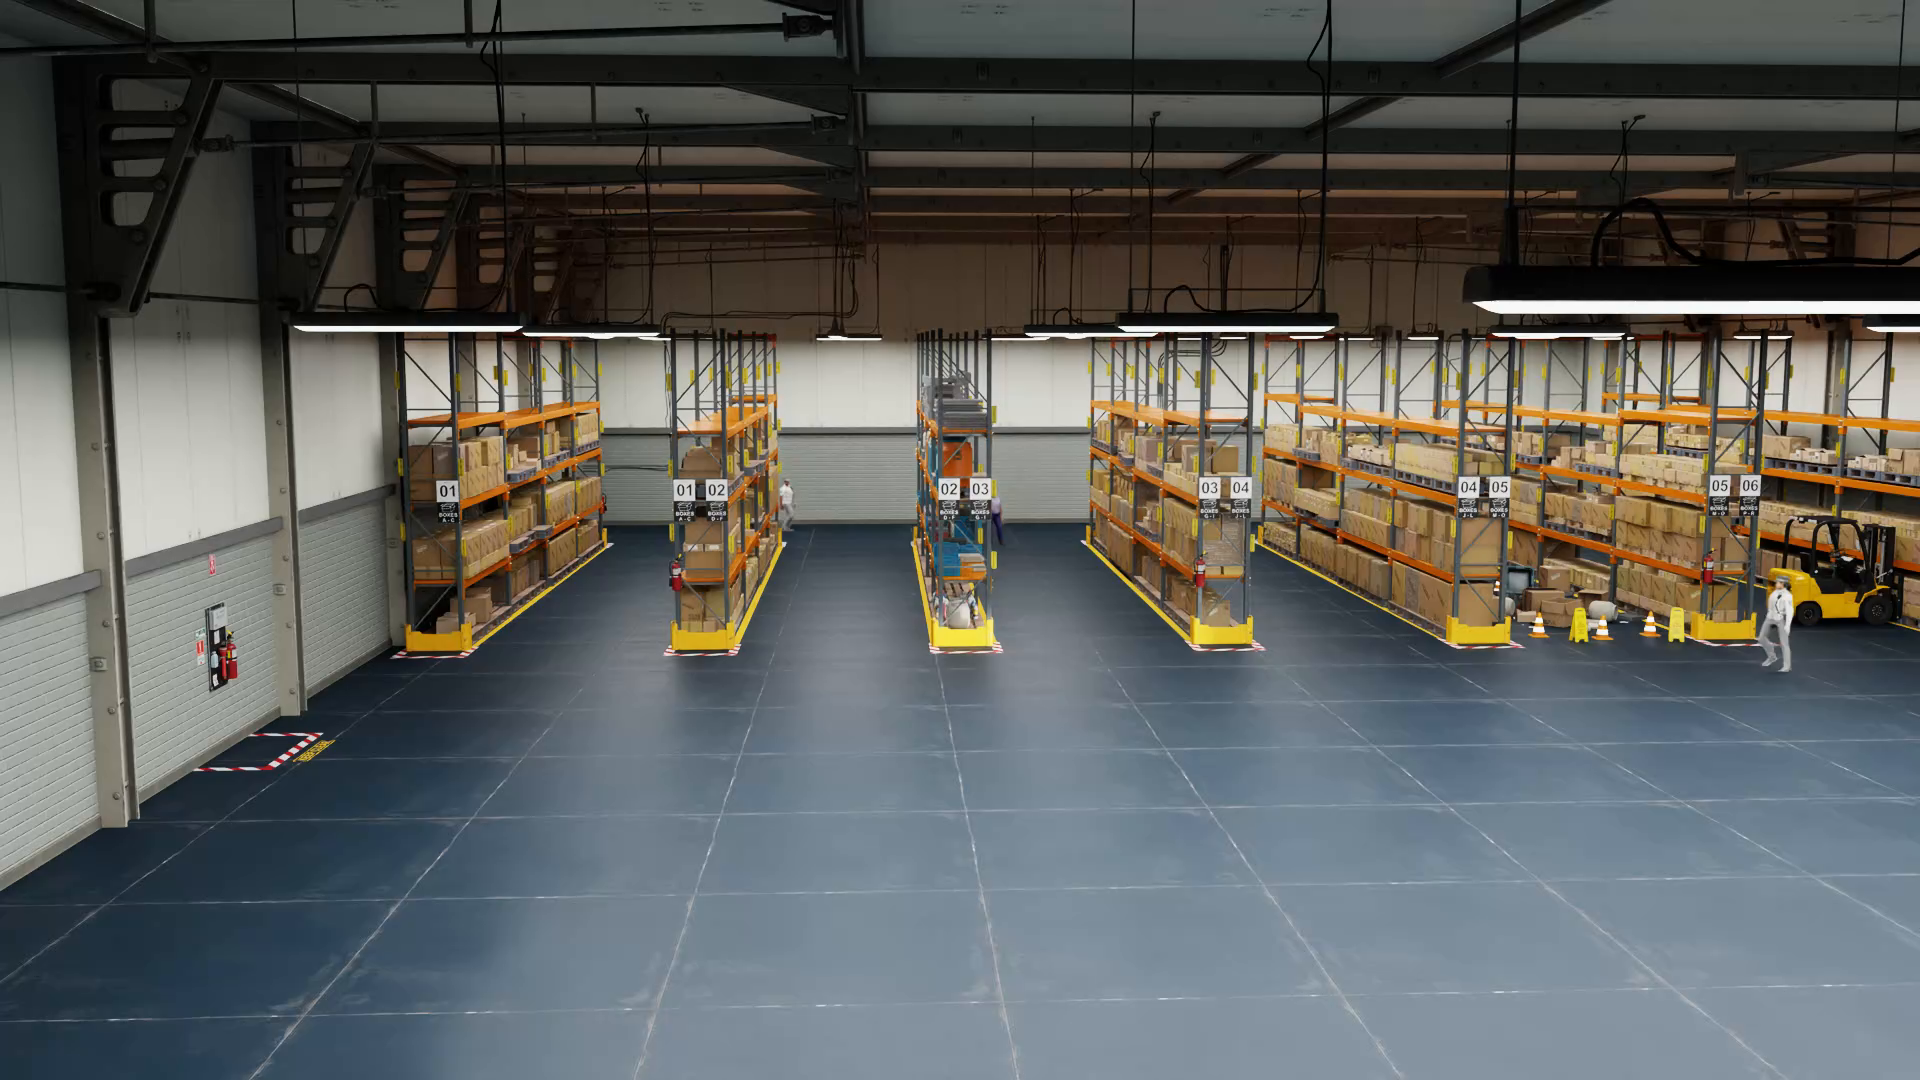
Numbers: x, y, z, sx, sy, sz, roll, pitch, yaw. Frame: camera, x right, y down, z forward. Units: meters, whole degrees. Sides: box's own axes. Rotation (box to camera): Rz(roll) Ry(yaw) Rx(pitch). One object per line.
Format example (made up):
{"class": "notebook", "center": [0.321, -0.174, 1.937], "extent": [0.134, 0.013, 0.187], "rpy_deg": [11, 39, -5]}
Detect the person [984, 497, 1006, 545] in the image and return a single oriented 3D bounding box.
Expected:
{"class": "person", "center": [0.998, -0.654, 47.243], "extent": [0.569, 1.578, 0.981], "rpy_deg": [-2, 7, -20]}

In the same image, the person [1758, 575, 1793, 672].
{"class": "person", "center": [14.376, 1.448, 29.218], "extent": [0.386, 1.673, 0.587], "rpy_deg": [-3, 7, -24]}

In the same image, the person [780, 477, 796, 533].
{"class": "person", "center": [-5.226, -1.080, 50.664], "extent": [0.455, 1.702, 0.414], "rpy_deg": [1, 7, 9]}
